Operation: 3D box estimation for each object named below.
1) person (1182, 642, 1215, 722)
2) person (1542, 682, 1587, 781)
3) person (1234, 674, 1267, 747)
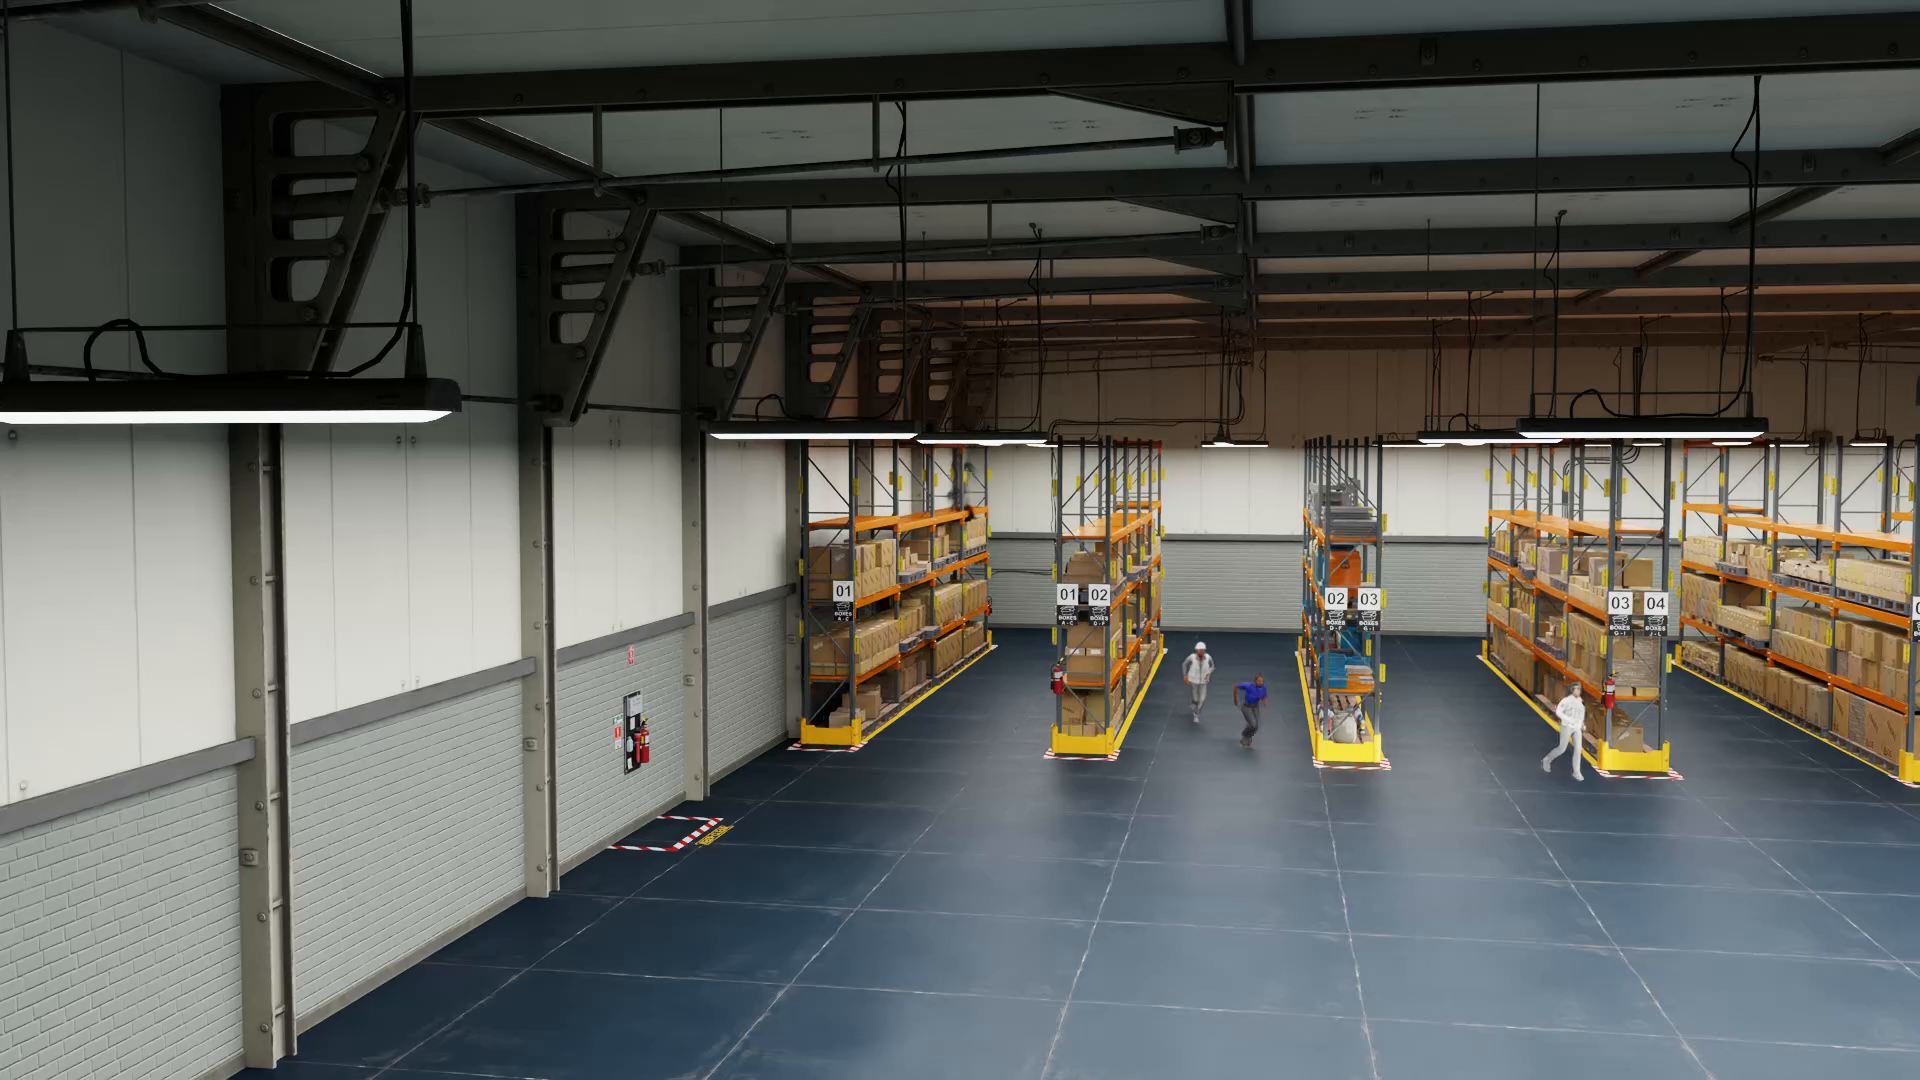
[{"bbox_3d":[5.034,2.991,35.127,0.651,1.709,0.772,0,3,-6],"label":"person"},{"bbox_3d":[10.729,3.305,29.113,0.676,1.661,0.922,-1,3,-21],"label":"person"},{"bbox_3d":[5.542,3.310,31.756,0.603,1.390,0.856,-1,3,-20],"label":"person"}]
